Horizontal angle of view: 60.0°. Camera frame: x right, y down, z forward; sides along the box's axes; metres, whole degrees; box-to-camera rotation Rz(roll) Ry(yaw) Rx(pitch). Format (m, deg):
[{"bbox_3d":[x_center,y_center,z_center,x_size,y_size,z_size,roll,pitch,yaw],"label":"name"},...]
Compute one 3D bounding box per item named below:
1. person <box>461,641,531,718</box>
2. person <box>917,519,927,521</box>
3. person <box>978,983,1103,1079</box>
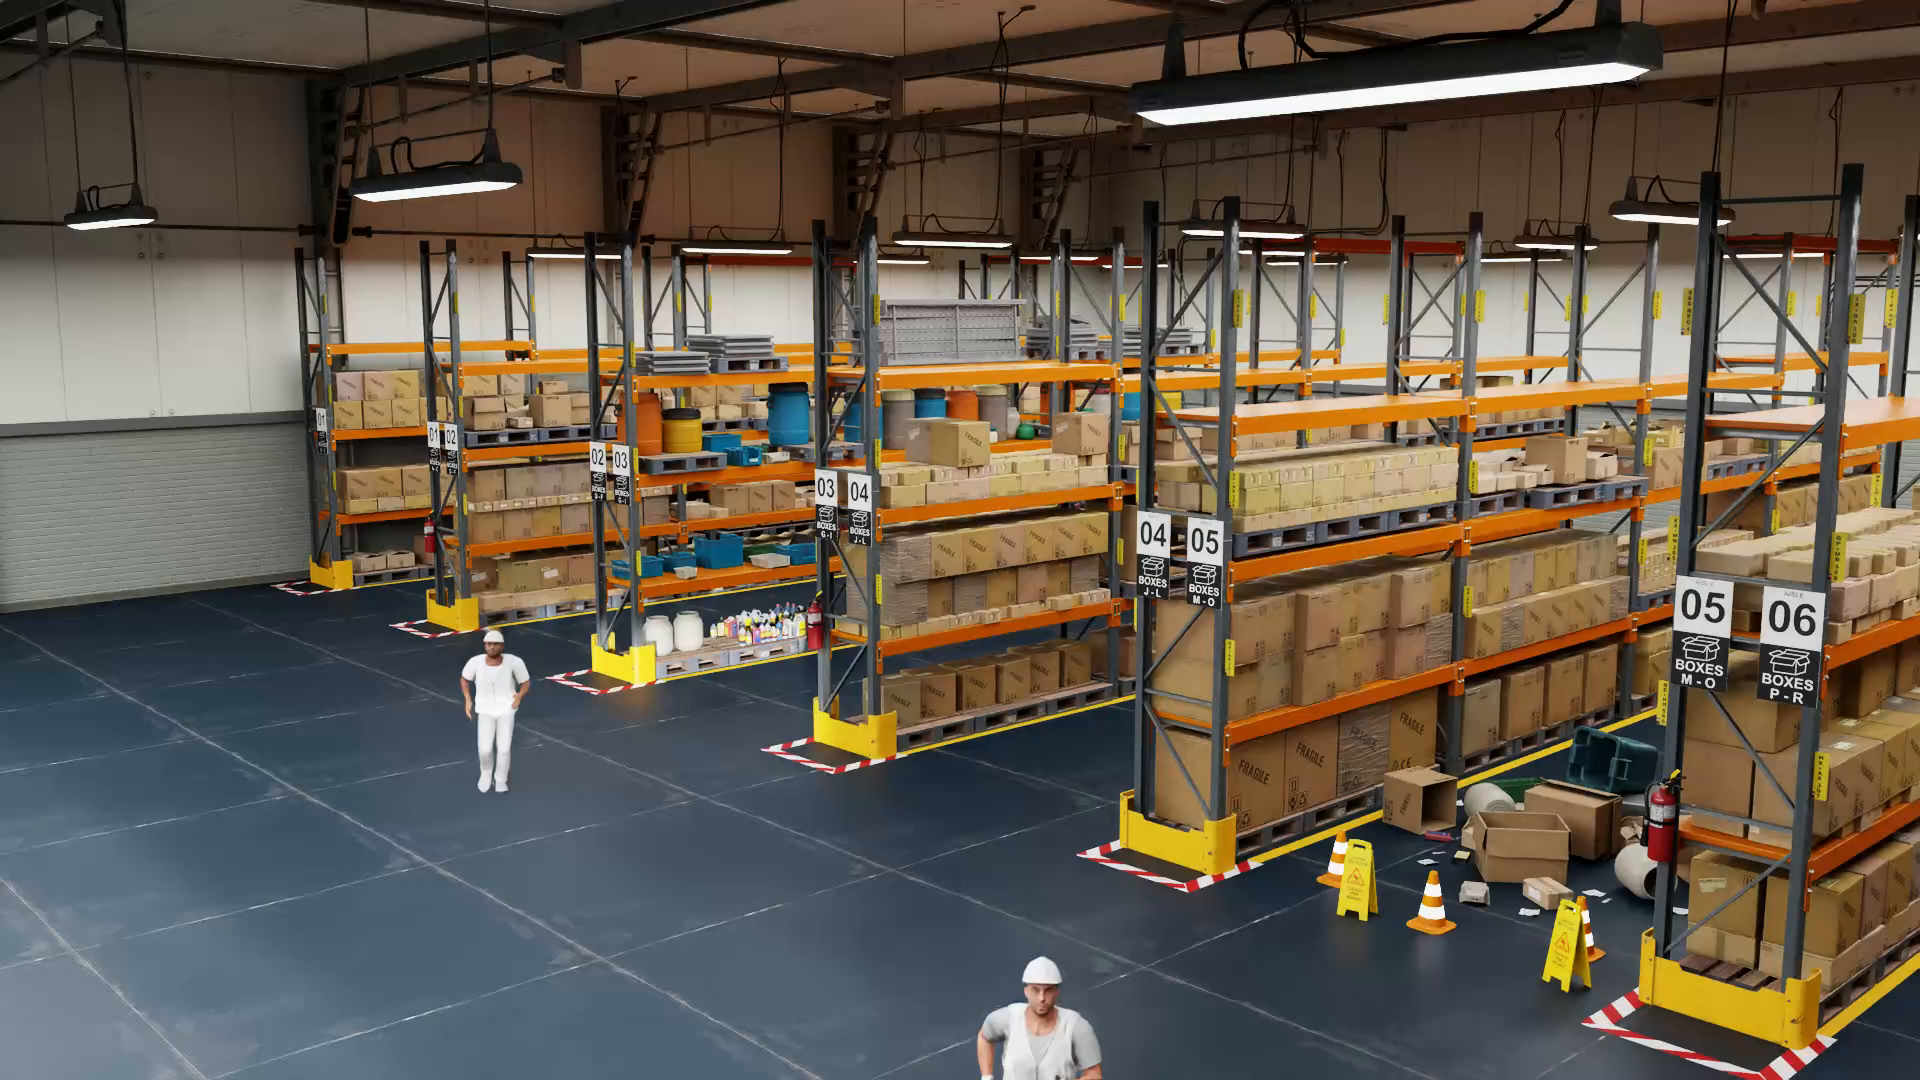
[{"bbox_3d":[-4.795,1.413,17.159,0.704,0.894,0.600,-2,9,-15],"label":"person"},{"bbox_3d":[-0.814,-0.198,29.077,0.483,1.503,0.552,7,11,38],"label":"person"},{"bbox_3d":[0.410,2.977,8.606,0.634,1.648,0.709,0,8,0],"label":"person"}]
